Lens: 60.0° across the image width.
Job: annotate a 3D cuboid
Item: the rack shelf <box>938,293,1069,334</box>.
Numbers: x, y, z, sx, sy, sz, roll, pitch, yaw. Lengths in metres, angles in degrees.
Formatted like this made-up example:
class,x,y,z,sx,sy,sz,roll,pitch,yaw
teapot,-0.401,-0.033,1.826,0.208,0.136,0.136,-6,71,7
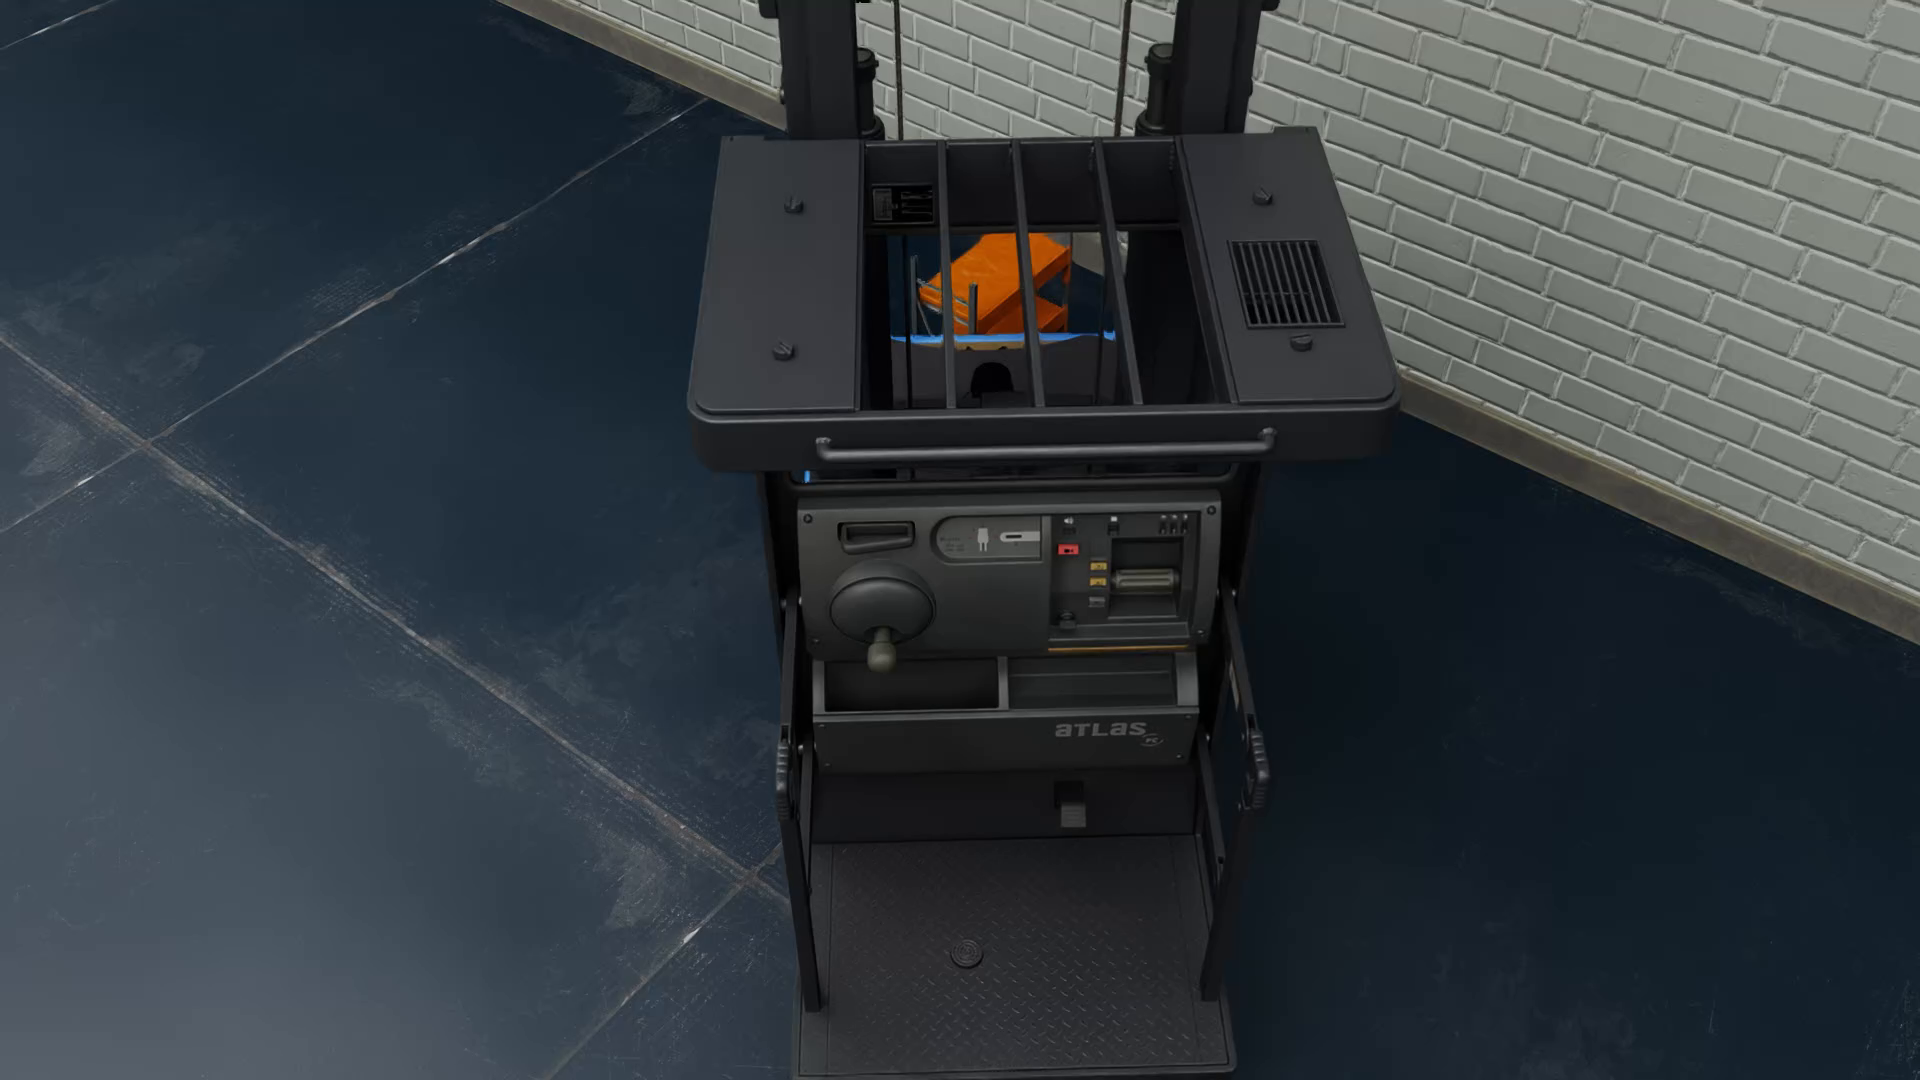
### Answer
class,x,y,z,sx,sy,sz,roll,pitch,yaw
rack shelf,0.102,-0.624,5.300,0.258,0.148,0.480,29,53,25

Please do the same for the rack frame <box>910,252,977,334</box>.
class,x,y,z,sx,sy,sz,roll,pitch,yaw
rack frame,-0.049,-0.377,5.280,0.240,1.200,0.015,29,53,25

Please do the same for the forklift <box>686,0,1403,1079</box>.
class,x,y,z,sx,sy,sz,roll,pitch,yaw
forklift,0.119,0.188,3.543,1.130,2.935,3.031,-1,46,-1

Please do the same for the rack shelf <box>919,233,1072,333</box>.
class,x,y,z,sx,sy,sz,roll,pitch,yaw
rack shelf,0.102,-0.787,5.129,0.258,0.148,0.480,29,53,25

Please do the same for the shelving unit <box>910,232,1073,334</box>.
class,x,y,z,sx,sy,sz,roll,pitch,yaw
shelving unit,0.102,-0.516,5.413,0.258,1.200,0.503,29,53,25

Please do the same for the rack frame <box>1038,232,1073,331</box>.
class,x,y,z,sx,sy,sz,roll,pitch,yaw
rack frame,0.252,-0.655,5.546,0.240,1.200,0.015,29,53,25
